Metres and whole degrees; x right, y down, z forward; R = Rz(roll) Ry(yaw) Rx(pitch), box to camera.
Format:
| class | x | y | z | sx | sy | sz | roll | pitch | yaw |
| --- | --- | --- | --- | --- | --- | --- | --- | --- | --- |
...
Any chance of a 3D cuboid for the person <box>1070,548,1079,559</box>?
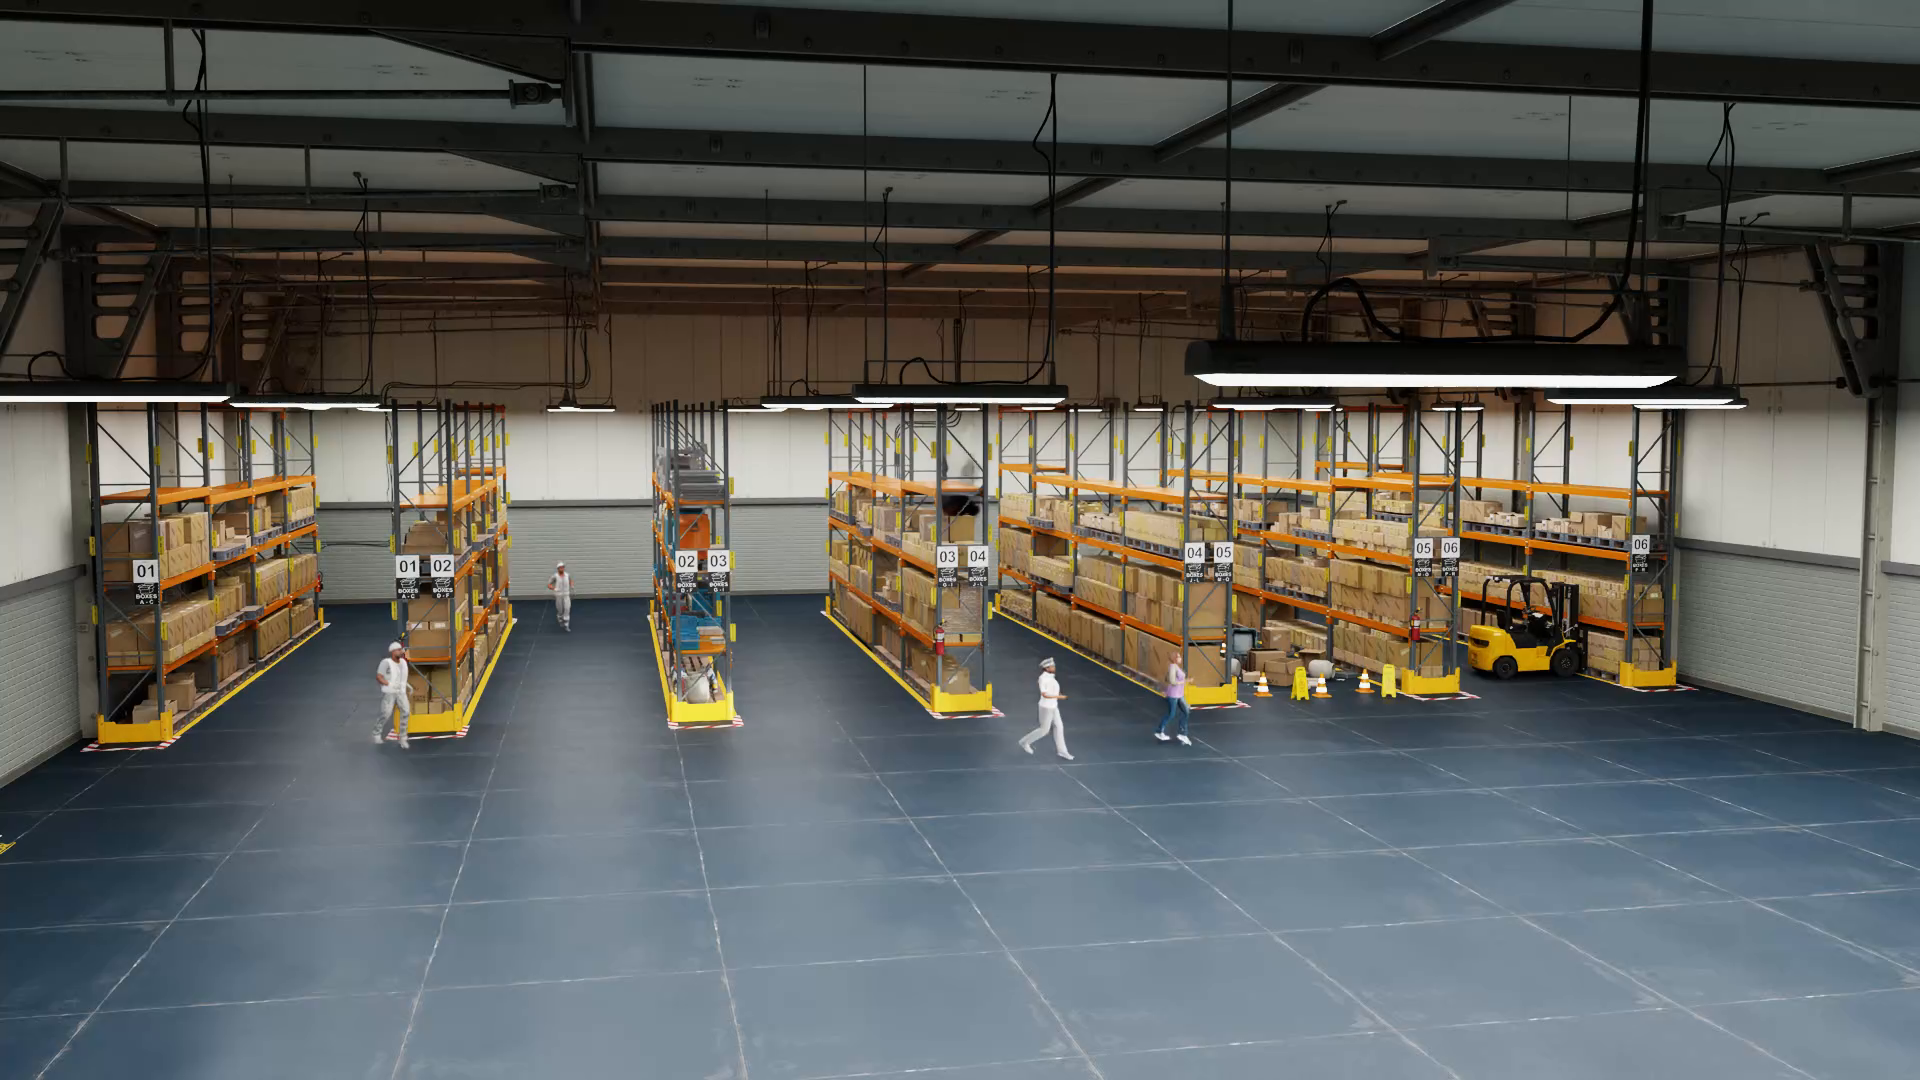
| class | x | y | z | sx | sy | sz | roll | pitch | yaw |
| --- | --- | --- | --- | --- | --- | --- | --- | --- | --- |
| person | 3.421 | 1.044 | 50.441 | 0.852 | 1.816 | 0.670 | 0 | 4 | -6 |

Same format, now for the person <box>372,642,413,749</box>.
| class | x | y | z | sx | sy | sz | roll | pitch | yaw |
| --- | --- | --- | --- | --- | --- | --- | --- | --- | --- |
| person | -9.722 | 2.668 | 28.749 | 0.799 | 1.786 | 0.747 | 3 | 5 | 36 |

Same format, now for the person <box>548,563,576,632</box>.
| class | x | y | z | sx | sy | sz | roll | pitch | yaw |
| --- | --- | --- | --- | --- | --- | --- | --- | --- | --- |
| person | -10.586 | 1.509 | 44.187 | 0.707 | 1.813 | 0.869 | -2 | 5 | -29 |

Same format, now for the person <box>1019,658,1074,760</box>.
| class | x | y | z | sx | sy | sz | roll | pitch | yaw |
| --- | --- | --- | --- | --- | --- | --- | --- | --- | --- |
| person | 1.441 | 2.796 | 27.610 | 0.924 | 1.705 | 0.579 | 1 | 4 | 15 |

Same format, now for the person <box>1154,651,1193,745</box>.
| class | x | y | z | sx | sy | sz | roll | pitch | yaw |
| --- | --- | --- | --- | --- | --- | --- | --- | --- | --- |
| person | 3.724 | 2.741 | 28.898 | 0.700 | 1.639 | 0.522 | 2 | 5 | 25 |
